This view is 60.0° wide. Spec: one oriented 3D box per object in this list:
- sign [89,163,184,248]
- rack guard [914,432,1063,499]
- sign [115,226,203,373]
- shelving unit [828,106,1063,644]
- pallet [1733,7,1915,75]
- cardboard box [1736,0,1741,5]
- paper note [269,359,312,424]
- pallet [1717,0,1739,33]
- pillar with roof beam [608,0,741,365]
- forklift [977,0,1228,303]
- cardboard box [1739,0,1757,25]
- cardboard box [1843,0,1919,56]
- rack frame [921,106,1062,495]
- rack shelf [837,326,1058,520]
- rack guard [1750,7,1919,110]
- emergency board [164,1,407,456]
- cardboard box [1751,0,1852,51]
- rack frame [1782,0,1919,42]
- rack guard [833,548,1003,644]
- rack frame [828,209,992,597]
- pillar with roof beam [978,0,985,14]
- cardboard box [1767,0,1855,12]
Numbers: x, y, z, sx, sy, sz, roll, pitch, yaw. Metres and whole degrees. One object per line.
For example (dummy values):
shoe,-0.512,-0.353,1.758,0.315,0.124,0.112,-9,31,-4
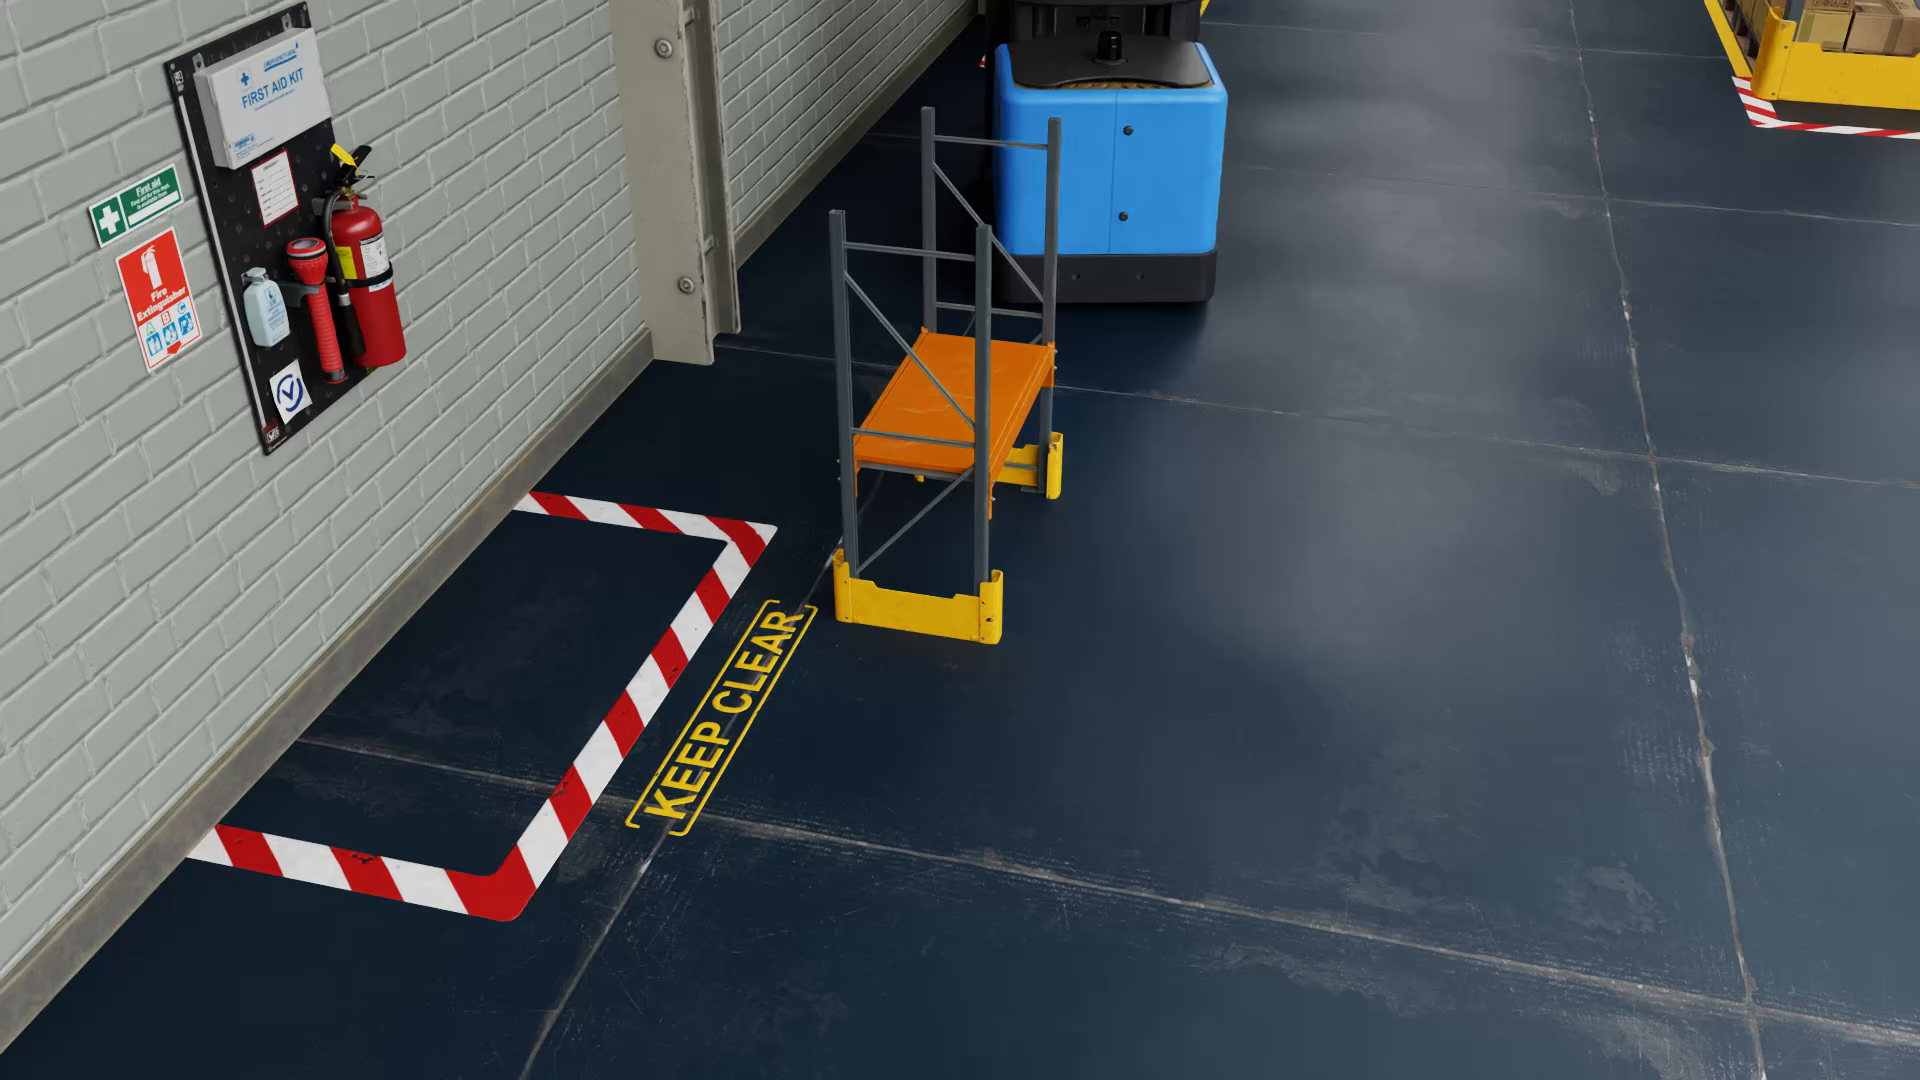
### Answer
sign,-2.119,-0.865,4.288,0.001,0.109,0.331,8,33,12
rack guard,0.107,-0.324,6.527,0.587,0.250,0.087,8,33,12
sign,-2.129,-0.641,4.428,0.001,0.329,0.234,8,33,12
shelving unit,-0.019,-0.593,5.785,0.587,1.500,1.083,8,33,12
pallet,5.903,-3.361,11.341,1.003,0.211,1.213,8,33,12
cardboard box,5.840,-3.992,11.905,0.500,0.250,0.500,8,33,12
paper note,-2.000,-0.444,4.974,0.016,0.148,0.142,8,33,12
pallet,6.215,-3.993,12.334,1.003,0.211,1.213,8,33,12
pillar with roof beam,2.939,-4.121,4.345,9.100,9.000,0.400,8,33,12
forklift,0.663,-3.113,8.415,1.130,2.935,3.031,-1,32,-1
cardboard box,5.715,-3.732,11.496,0.500,0.250,0.500,8,33,12
cardboard box,6.101,-3.401,10.975,0.500,0.250,0.500,8,33,12
rack frame,0.107,-0.852,6.193,0.500,1.500,0.032,8,33,12
rack shelf,-0.022,-0.437,5.874,0.538,0.185,1.000,8,33,12
rack guard,5.743,-3.068,10.611,1.175,0.500,0.348,8,33,12
emergency board,-1.889,-0.898,4.867,0.194,1.169,0.643,8,33,12
cardboard box,5.600,-3.471,11.086,0.500,0.250,0.500,8,33,12
rack frame,5.750,-4.136,9.959,1.000,3.000,0.127,8,33,12
rack guard,-0.146,0.192,5.714,0.587,0.250,0.087,8,33,12
rack frame,-0.151,-0.325,5.363,0.500,1.500,0.032,8,33,12
pillar with roof beam,4.462,-7.235,9.243,9.100,9.000,0.400,8,33,12
cardboard box,5.598,-3.788,10.885,0.500,0.500,0.500,8,33,12
